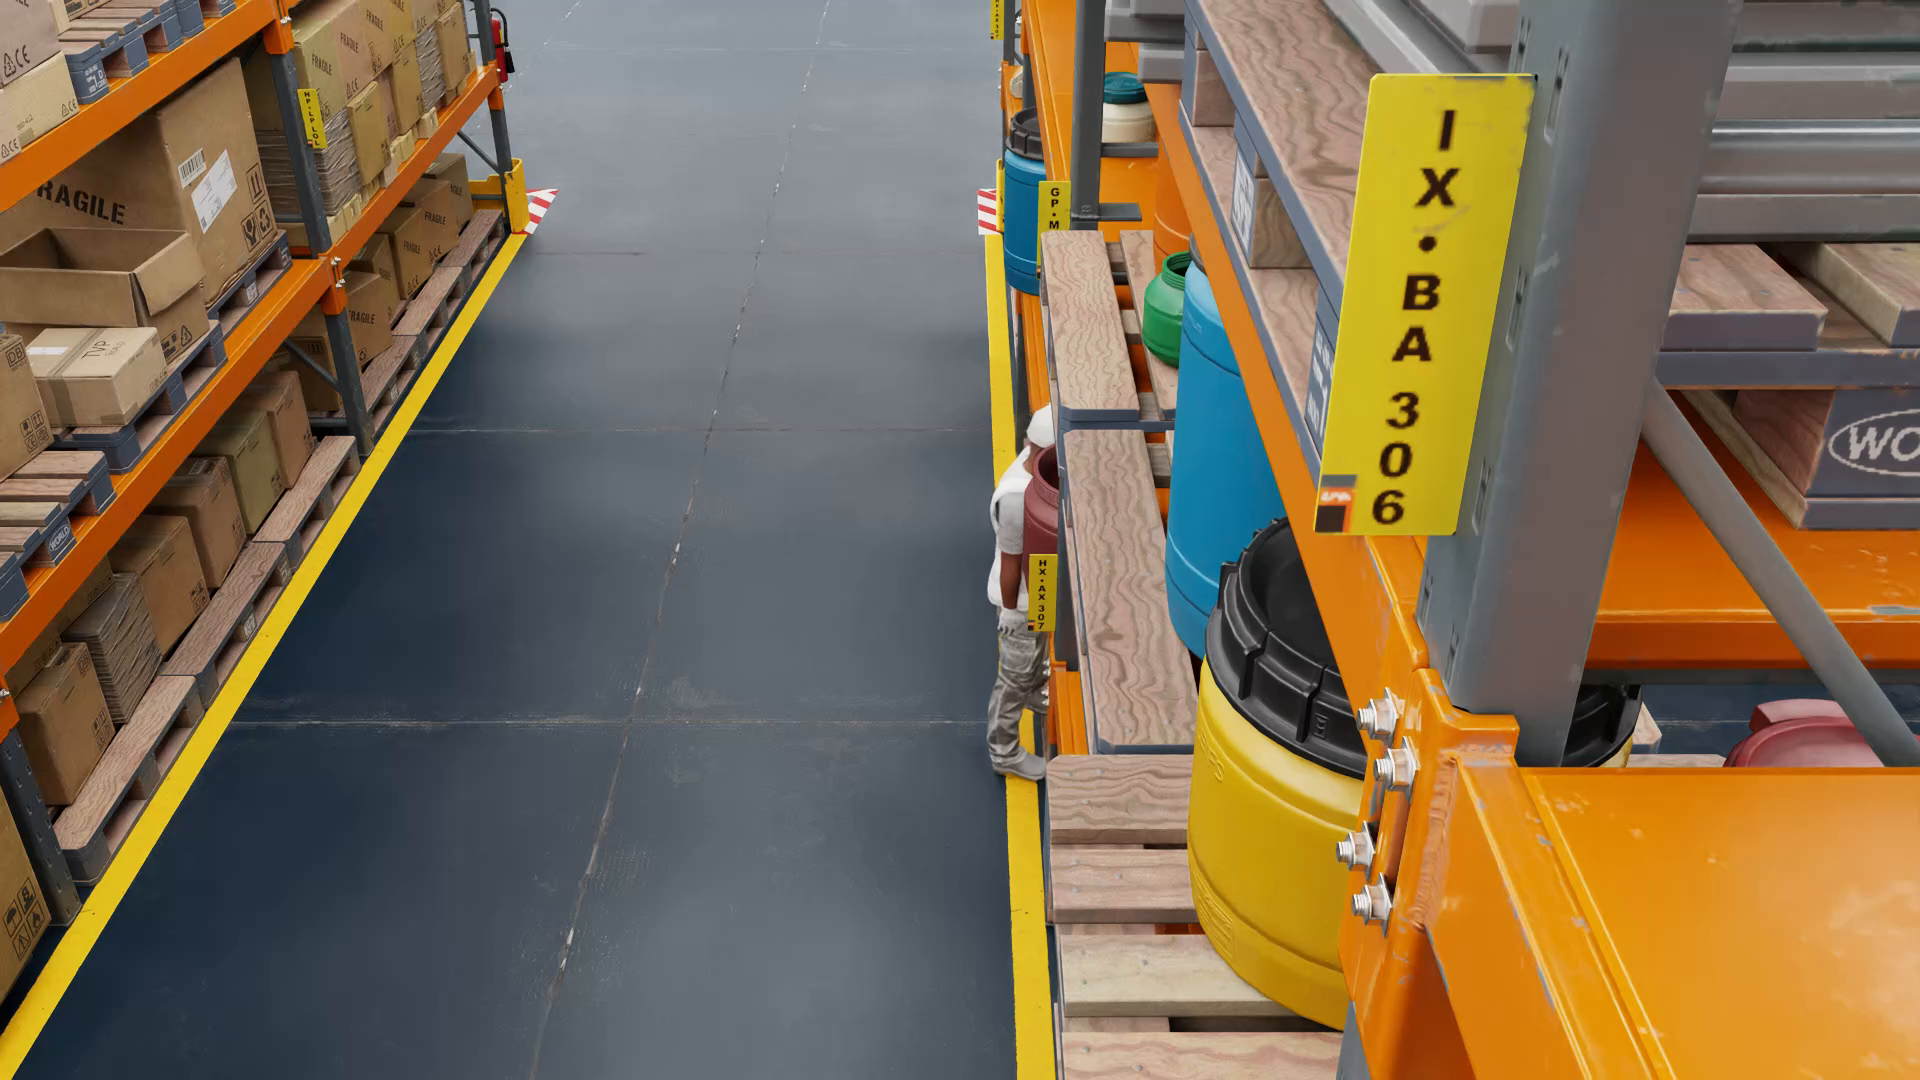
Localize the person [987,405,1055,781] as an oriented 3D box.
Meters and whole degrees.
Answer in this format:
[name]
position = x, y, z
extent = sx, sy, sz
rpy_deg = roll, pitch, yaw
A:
[person]
position = 0.369, 0.223, 7.210
extent = 0.465, 1.787, 0.545
rpy_deg = 9, 33, 15
